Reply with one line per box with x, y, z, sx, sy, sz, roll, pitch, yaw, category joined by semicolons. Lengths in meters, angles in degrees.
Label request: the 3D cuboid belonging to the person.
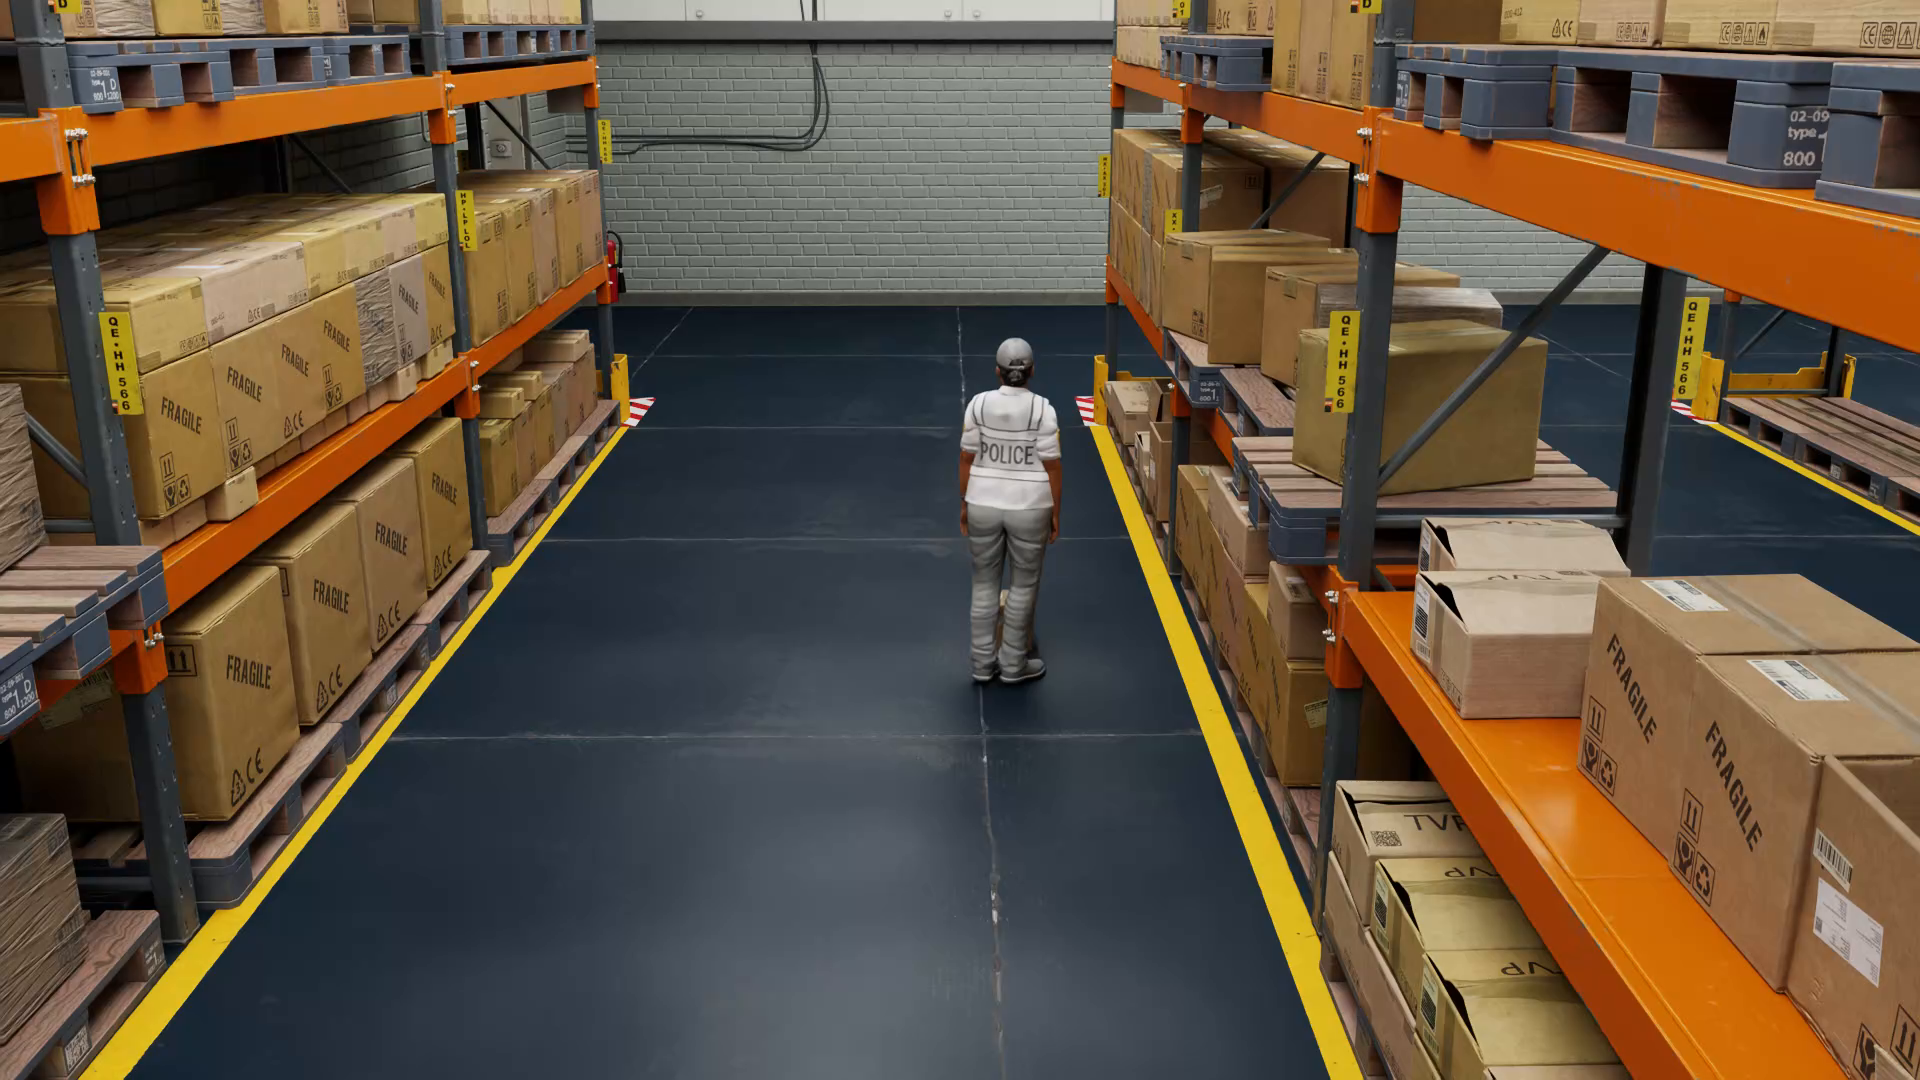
0.240;-0.129;7.918;0.503;1.670;0.397;5;18;14;person
